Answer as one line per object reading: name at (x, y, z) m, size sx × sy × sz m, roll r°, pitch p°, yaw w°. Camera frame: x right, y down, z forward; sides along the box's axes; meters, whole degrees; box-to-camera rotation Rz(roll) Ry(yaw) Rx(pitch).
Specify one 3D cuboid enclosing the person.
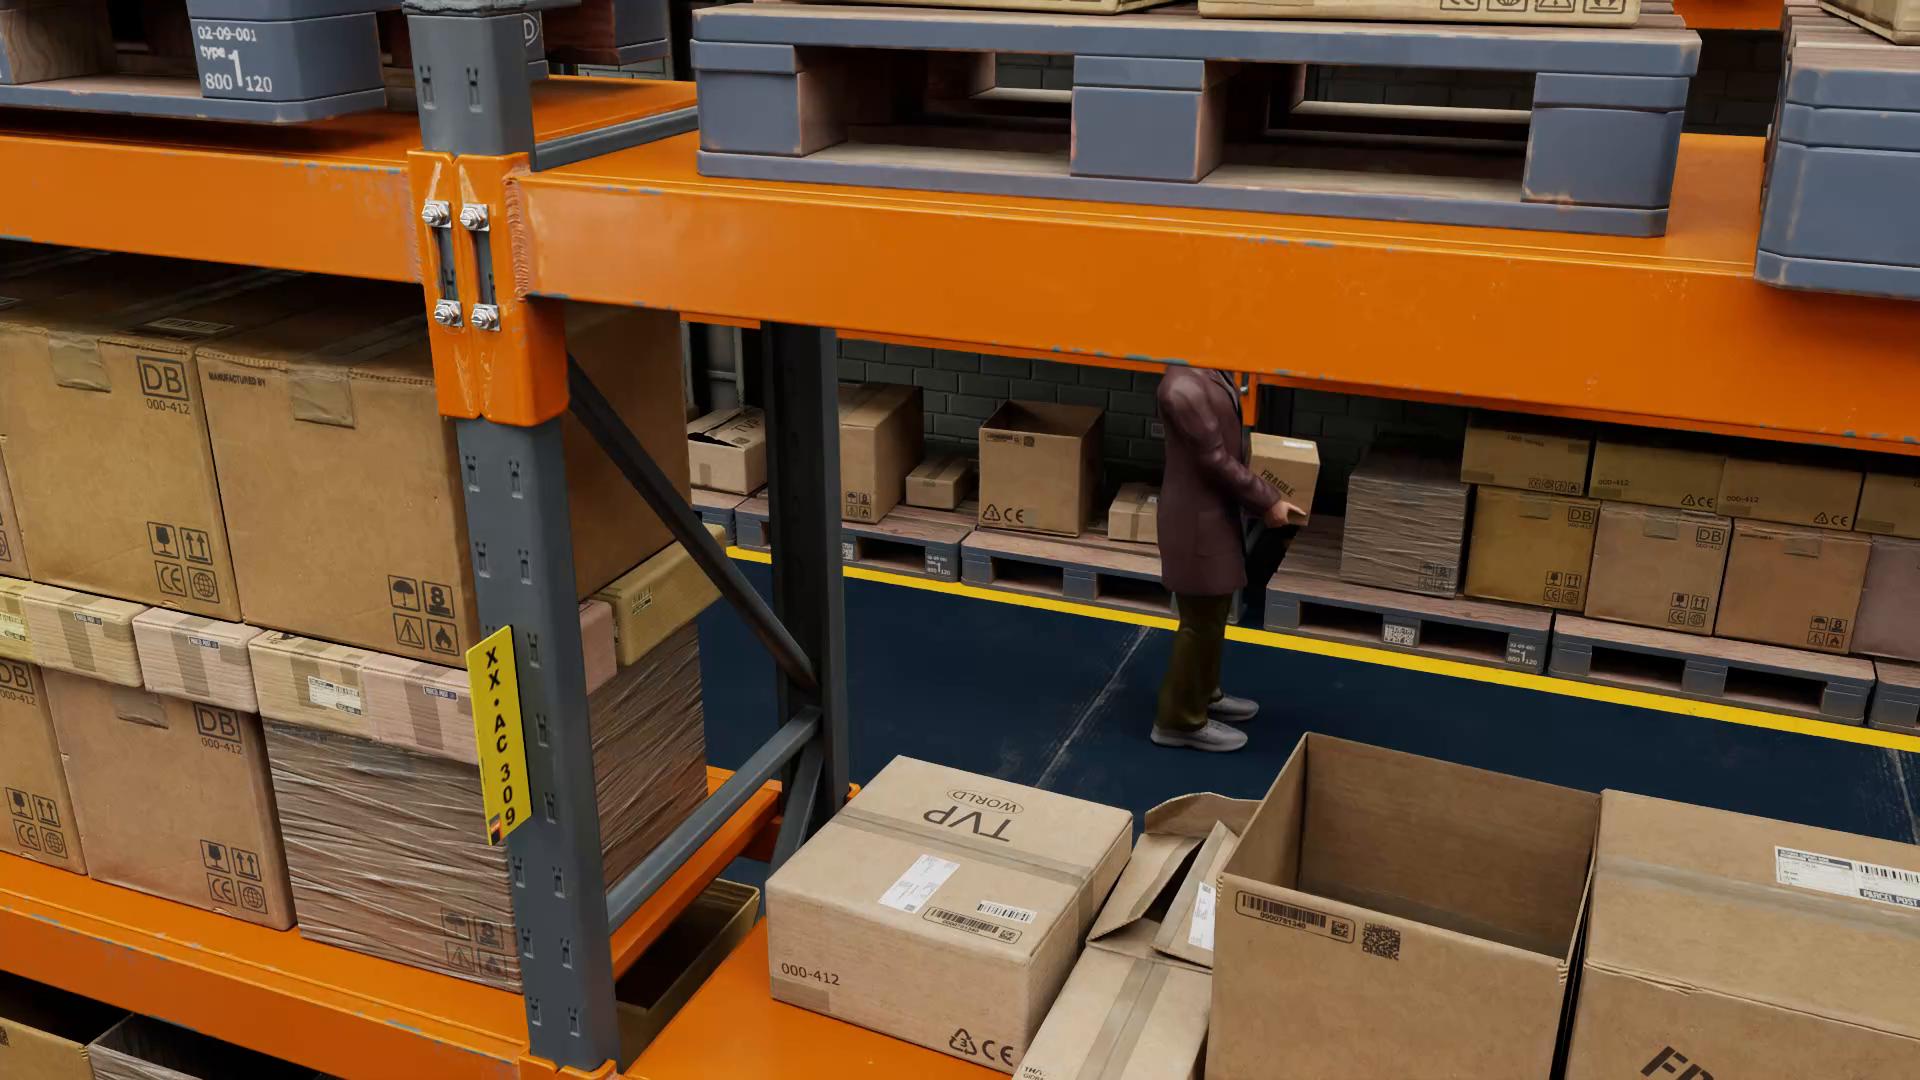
person at (1.007, -0.071, 6.292) m, size 0.563 × 1.769 × 0.530 m, roll 3°, pitch 22°, yaw 7°
